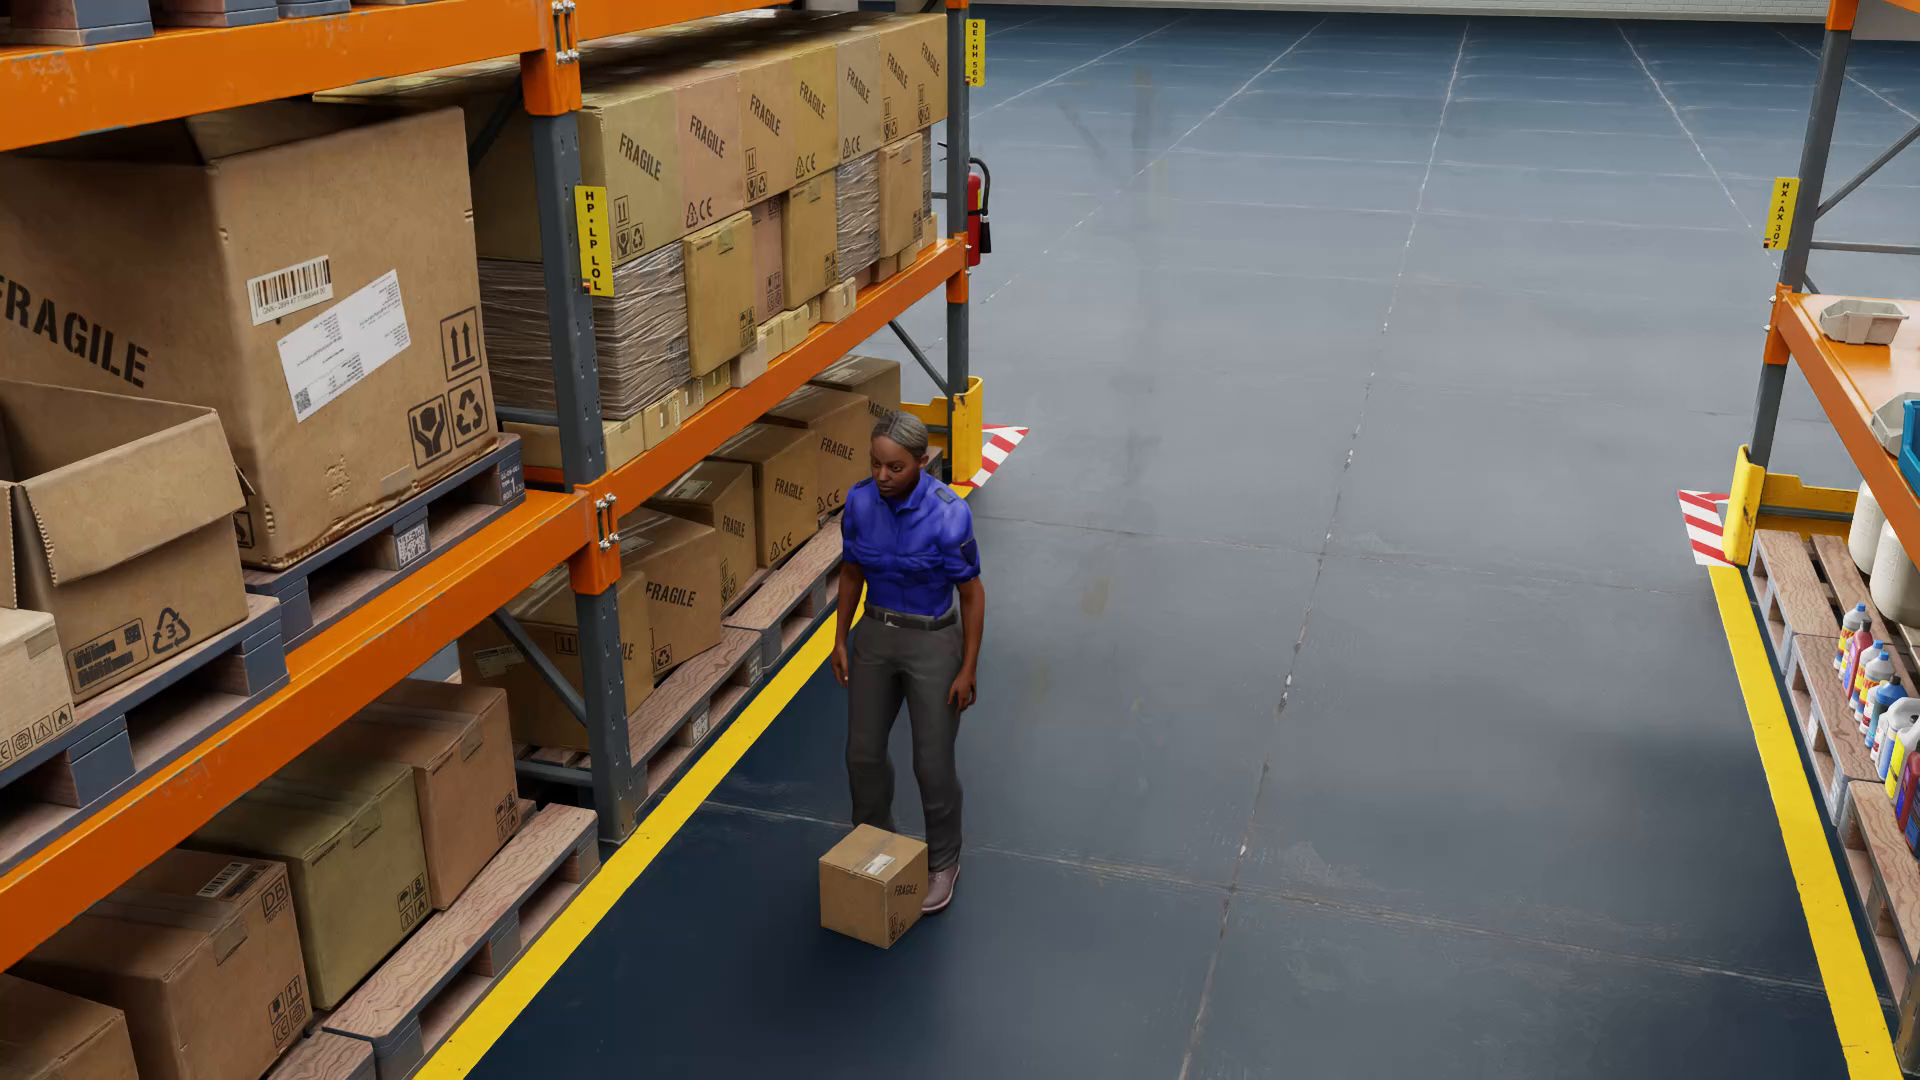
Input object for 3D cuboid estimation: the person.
[{"bbox_3d":[-0.176,0.364,5.199,0.518,1.654,0.353,10,24,23],"label":"person"}]
